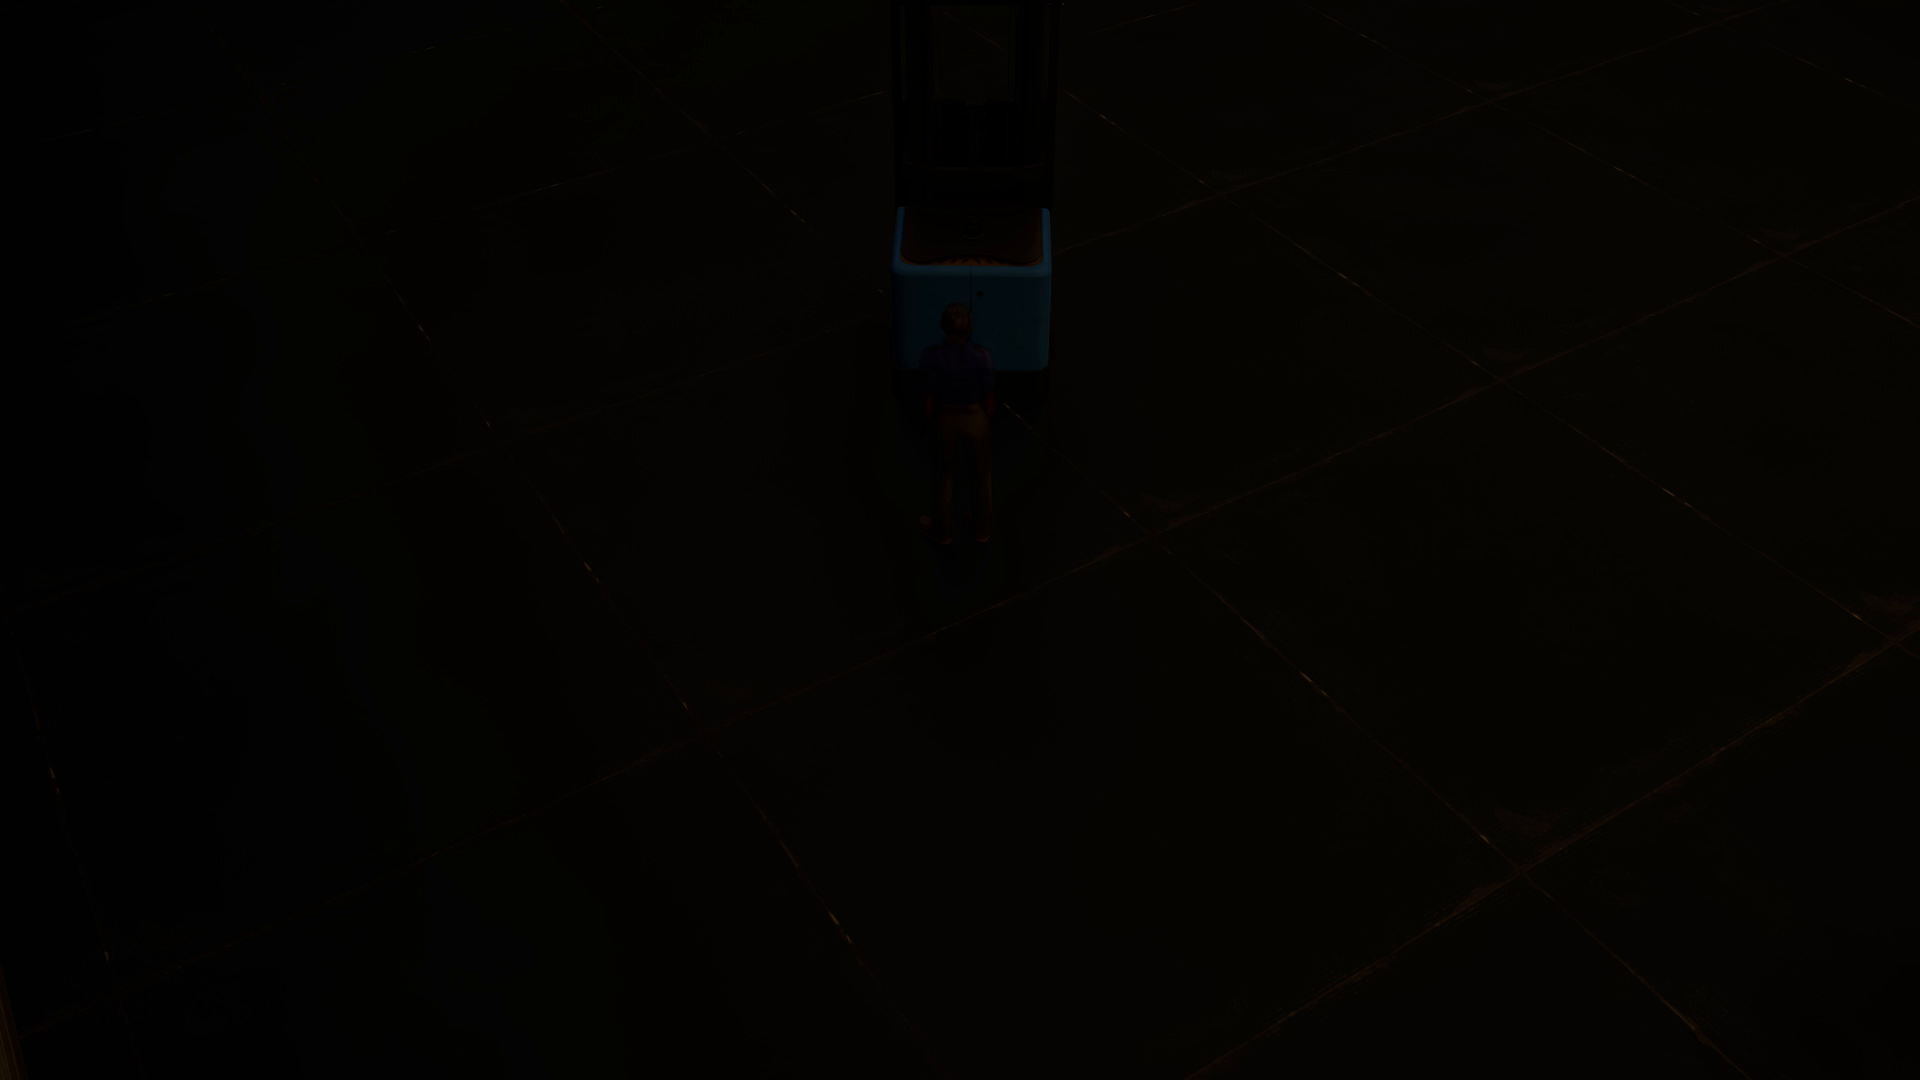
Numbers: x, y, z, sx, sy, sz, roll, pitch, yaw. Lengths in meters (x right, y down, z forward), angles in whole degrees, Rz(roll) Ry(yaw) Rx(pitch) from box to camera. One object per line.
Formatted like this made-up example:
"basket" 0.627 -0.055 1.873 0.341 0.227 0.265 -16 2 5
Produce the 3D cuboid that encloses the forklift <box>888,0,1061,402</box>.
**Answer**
"forklift" 0.102 -2.968 11.267 1.130 2.935 3.031 1 41 1

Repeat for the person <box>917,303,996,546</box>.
"person" -0.028 -0.670 9.552 0.466 1.659 0.345 1 41 1
